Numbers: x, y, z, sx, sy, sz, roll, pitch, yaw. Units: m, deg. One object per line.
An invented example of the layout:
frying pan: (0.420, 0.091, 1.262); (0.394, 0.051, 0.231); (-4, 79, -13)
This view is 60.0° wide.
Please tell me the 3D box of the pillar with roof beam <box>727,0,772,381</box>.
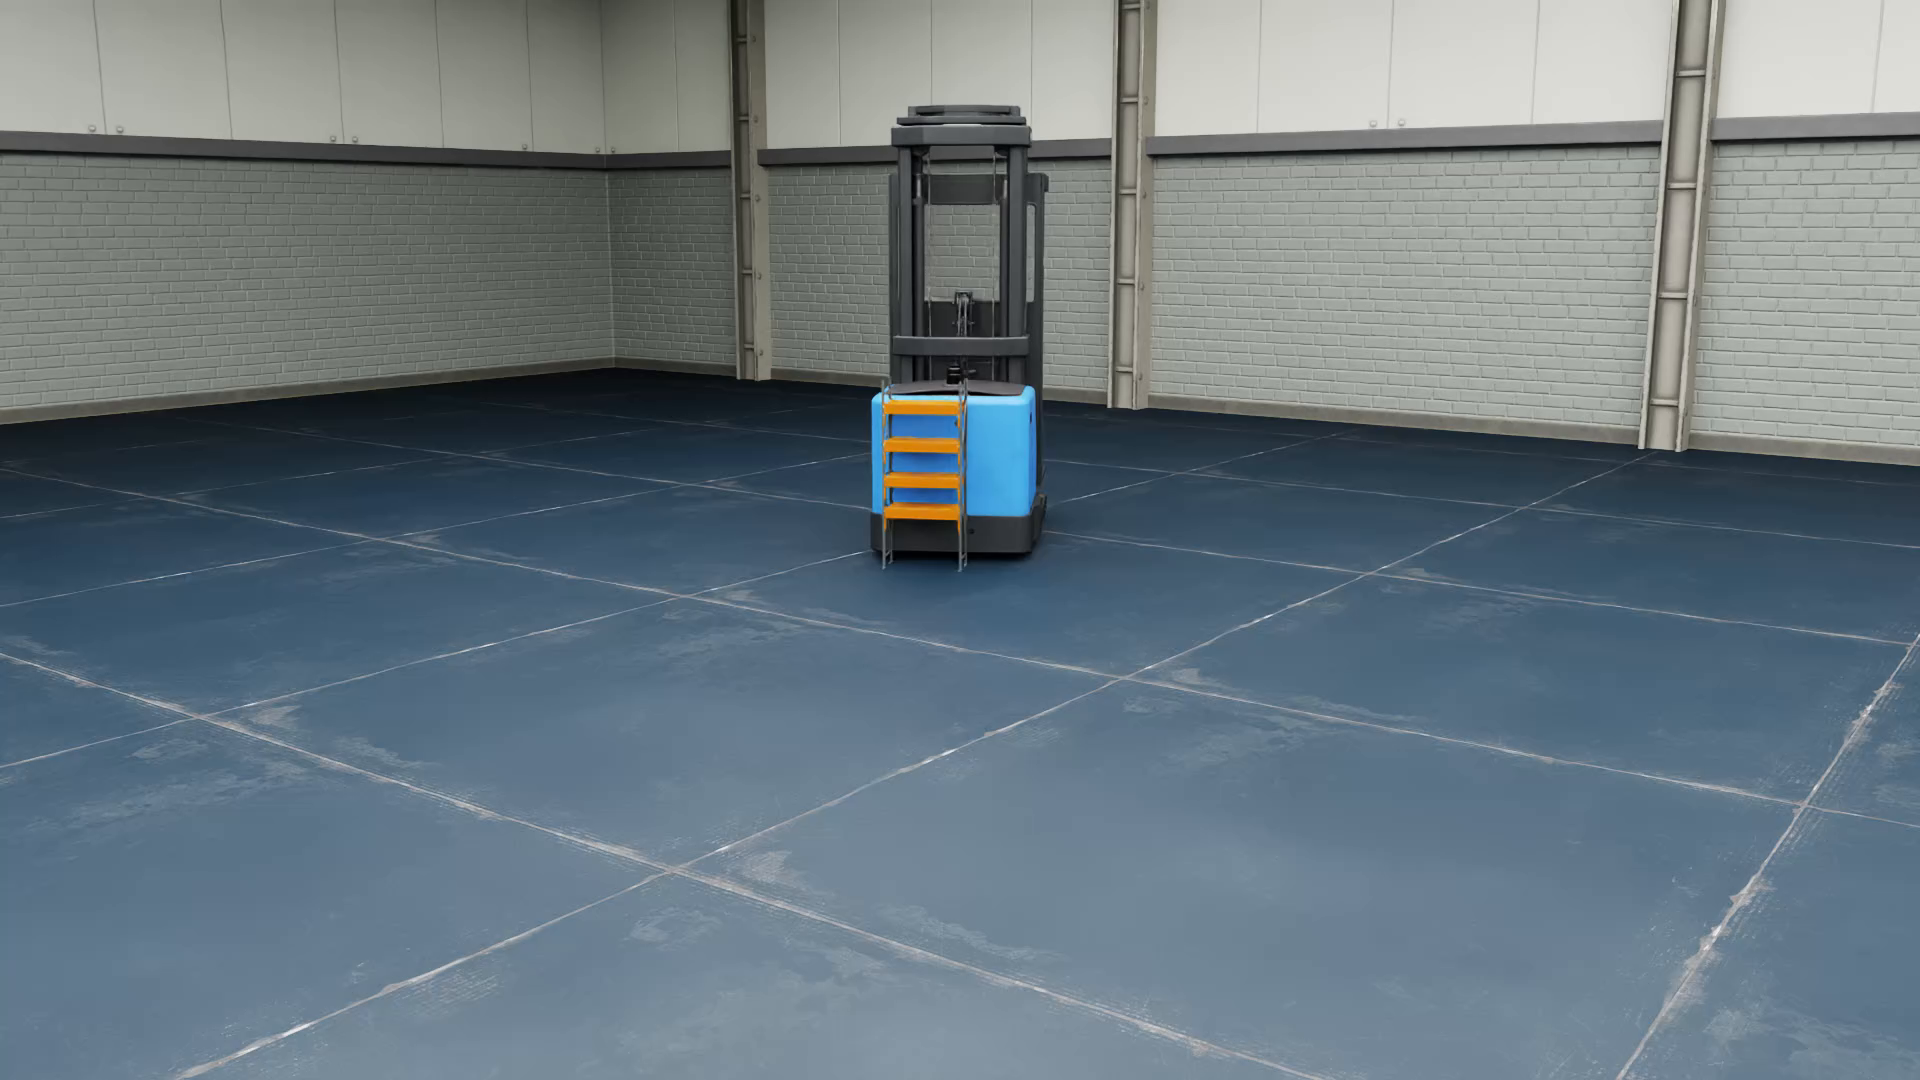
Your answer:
pillar with roof beam: (-5.403, -5.996, 18.832); (0.400, 9.000, 9.100); (8, 13, 36)

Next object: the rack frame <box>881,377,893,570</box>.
rack frame: (-0.462, -0.421, 10.544); (0.015, 1.200, 0.240); (2, 11, 9)

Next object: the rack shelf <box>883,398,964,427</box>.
rack shelf: (-0.221, -0.800, 10.433); (0.480, 0.148, 0.258); (2, 11, 9)

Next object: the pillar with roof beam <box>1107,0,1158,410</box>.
pillar with roof beam: (-0.567, -5.322, 15.345); (0.400, 9.000, 9.100); (8, 13, 36)

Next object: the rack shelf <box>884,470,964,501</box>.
rack shelf: (-0.221, -0.348, 10.519); (0.480, 0.148, 0.258); (2, 11, 9)

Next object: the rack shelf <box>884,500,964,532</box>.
rack shelf: (-0.221, -0.153, 10.555); (0.480, 0.148, 0.258); (2, 11, 9)

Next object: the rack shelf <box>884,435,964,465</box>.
rack shelf: (-0.221, -0.568, 10.477); (0.480, 0.148, 0.258); (2, 11, 9)

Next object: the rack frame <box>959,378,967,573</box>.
rack frame: (0.020, -0.407, 10.468); (0.015, 1.200, 0.240); (2, 11, 9)

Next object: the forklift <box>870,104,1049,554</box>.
forklift: (0.068, -1.578, 11.968); (1.130, 2.935, 3.031); (1, 11, 5)

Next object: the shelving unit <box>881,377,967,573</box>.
shelving unit: (-0.221, -0.414, 10.506); (0.503, 1.200, 0.258); (2, 11, 9)

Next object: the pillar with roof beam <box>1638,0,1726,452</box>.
pillar with roof beam: (4.269, -4.647, 11.858); (0.400, 9.000, 9.100); (8, 13, 36)
